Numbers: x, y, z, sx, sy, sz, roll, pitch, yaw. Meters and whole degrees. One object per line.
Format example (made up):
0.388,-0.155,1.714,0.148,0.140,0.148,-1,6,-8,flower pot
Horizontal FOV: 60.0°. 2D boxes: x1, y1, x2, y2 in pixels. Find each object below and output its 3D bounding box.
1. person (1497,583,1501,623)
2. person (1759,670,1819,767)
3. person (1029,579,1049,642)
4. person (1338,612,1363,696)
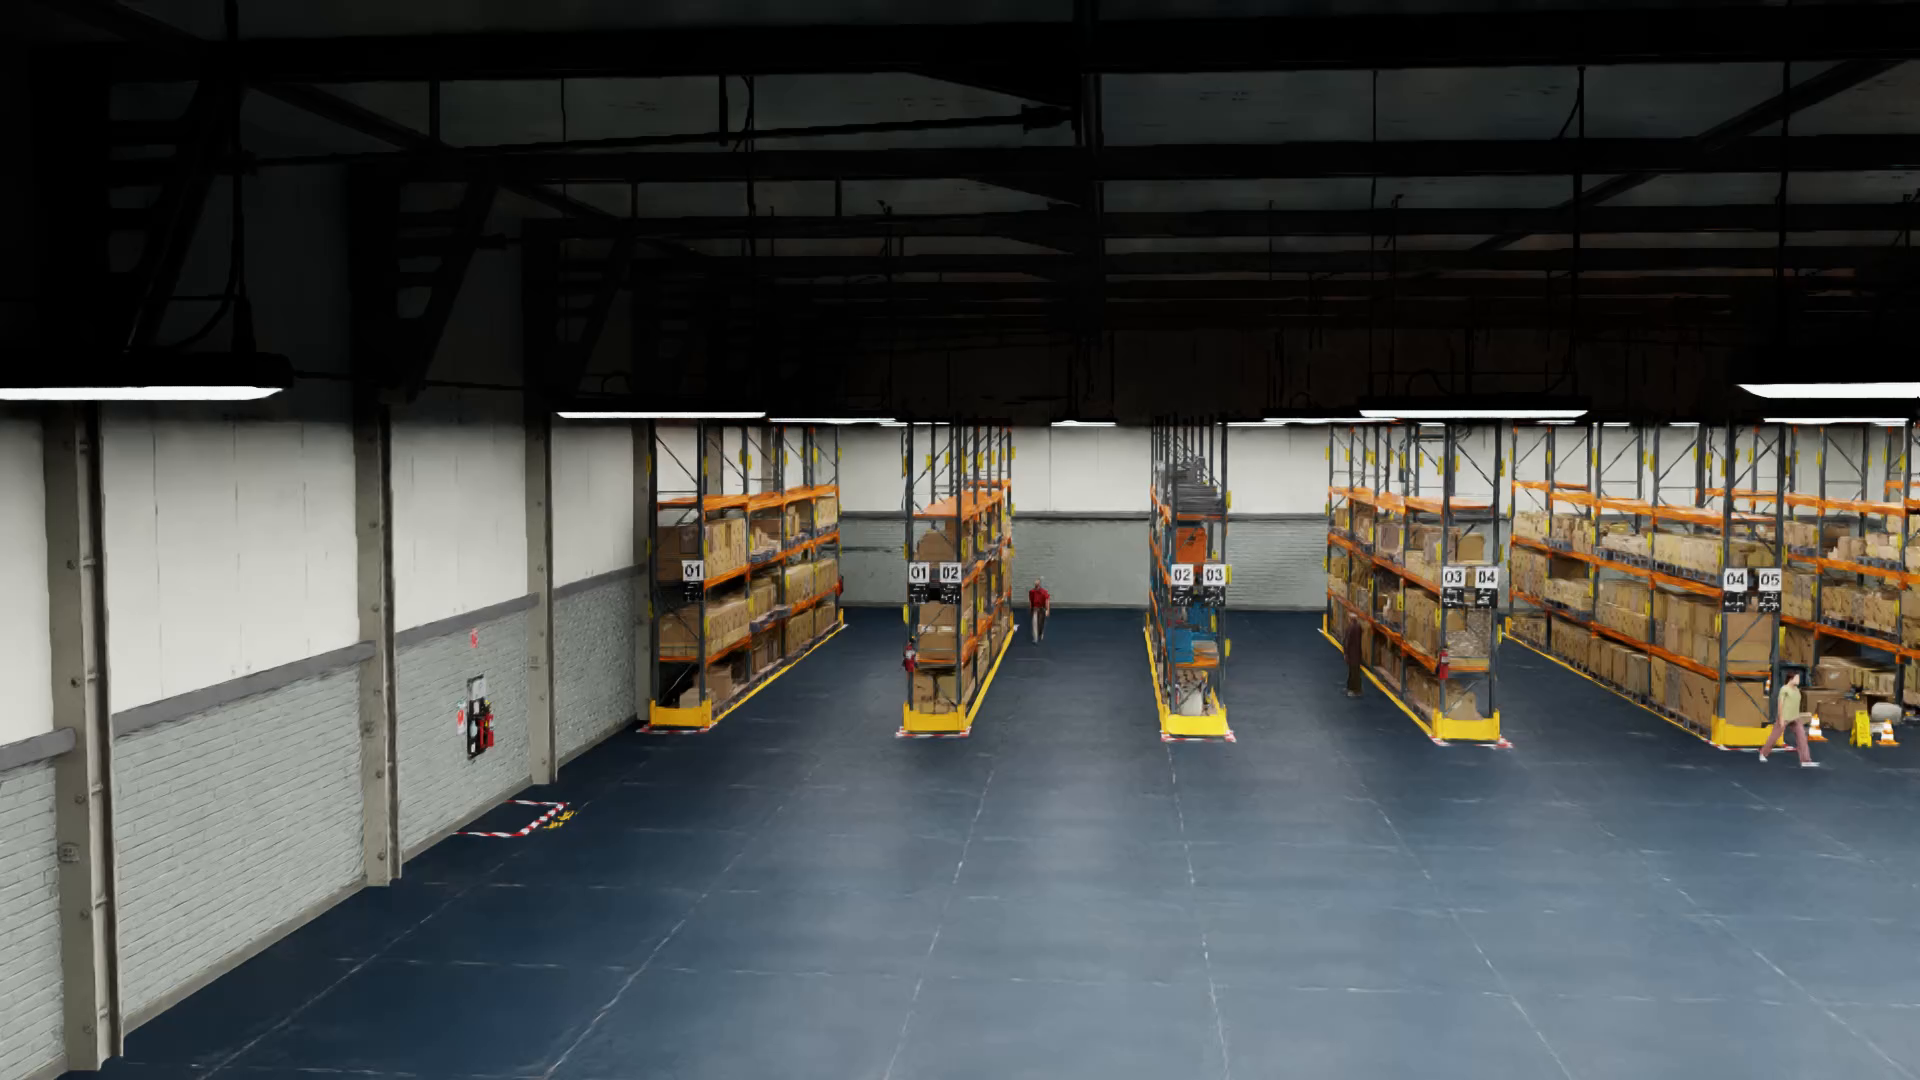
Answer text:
15.479,1.669,48.482,0.531,1.584,0.945,2,4,27,person
14.008,3.007,28.145,0.536,1.635,0.928,-1,4,-21,person
2.123,1.882,44.611,0.554,1.669,1.040,0,4,4,person
8.371,2.434,35.596,0.636,1.749,0.677,3,5,34,person
